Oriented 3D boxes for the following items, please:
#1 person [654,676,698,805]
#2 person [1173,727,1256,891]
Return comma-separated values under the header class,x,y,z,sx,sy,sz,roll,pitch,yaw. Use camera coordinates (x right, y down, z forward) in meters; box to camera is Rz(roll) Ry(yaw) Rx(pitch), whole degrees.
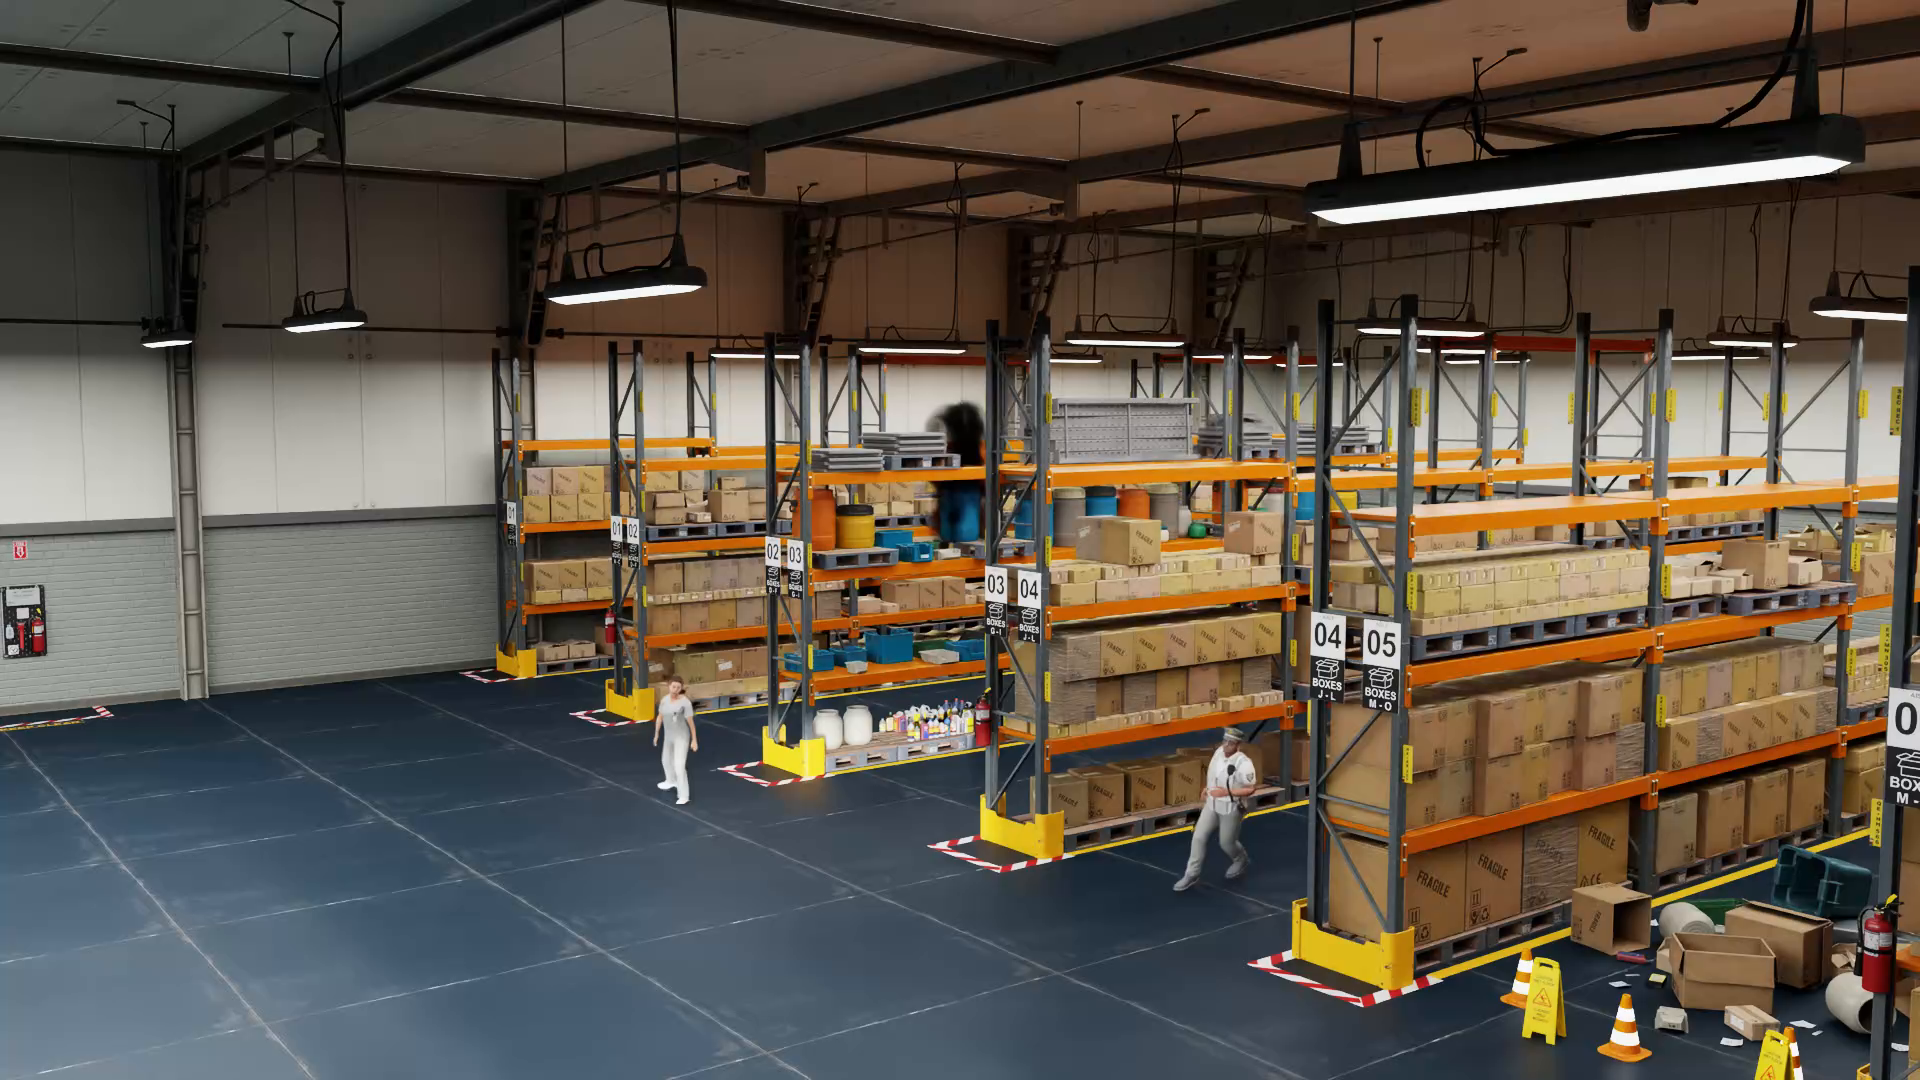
class,x,y,z,sx,sy,sz,roll,pitch,yaw
person,-3.668,2.499,21.236,0.754,1.608,0.702,3,6,29
person,2.773,2.767,17.271,0.948,1.727,0.727,-5,7,-44
